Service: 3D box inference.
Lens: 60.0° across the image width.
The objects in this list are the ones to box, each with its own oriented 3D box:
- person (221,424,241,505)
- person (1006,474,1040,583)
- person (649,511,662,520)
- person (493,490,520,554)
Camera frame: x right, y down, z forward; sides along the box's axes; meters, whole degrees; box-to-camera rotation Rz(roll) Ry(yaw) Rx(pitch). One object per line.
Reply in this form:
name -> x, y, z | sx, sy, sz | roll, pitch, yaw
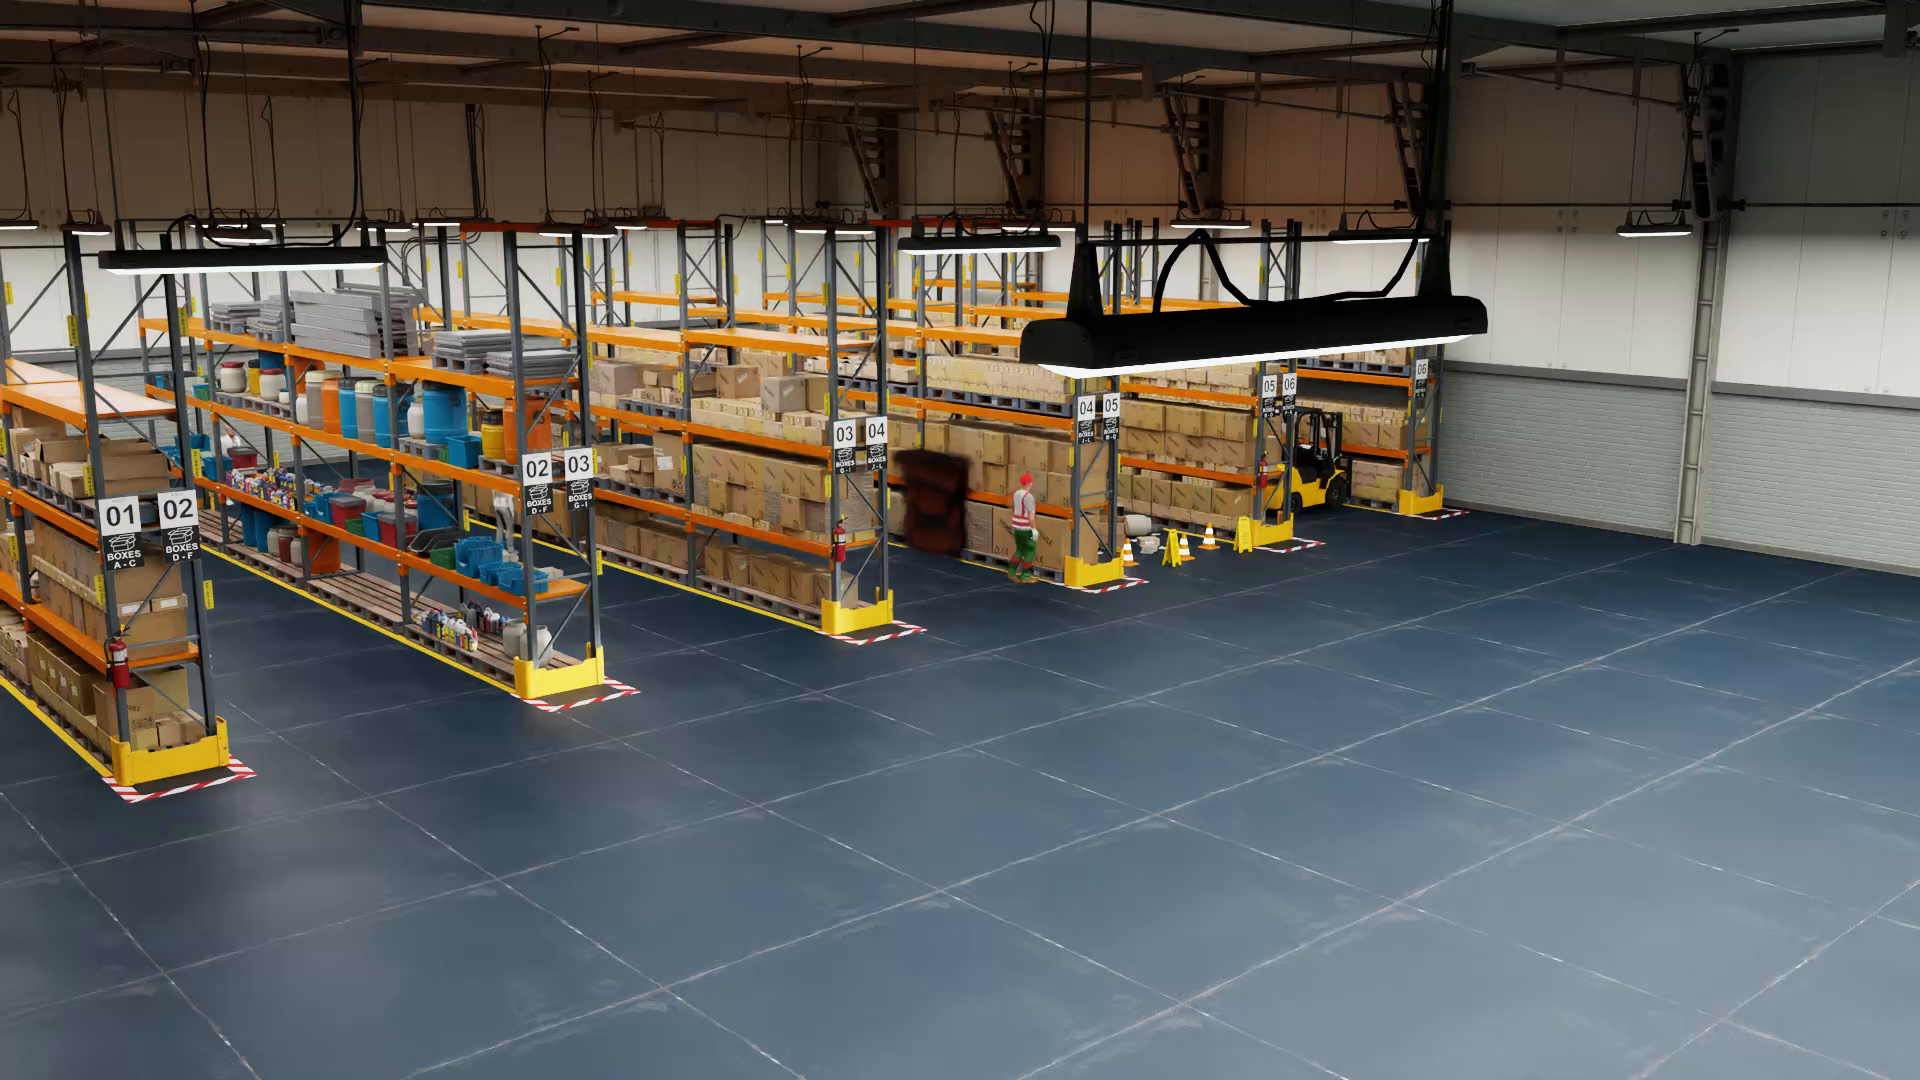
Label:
person -> -15.343, -1.570, 35.108 | 1.025, 1.741, 0.576 | 9, 14, 38
person -> 1.042, -0.162, 26.847 | 0.400, 1.830, 0.648 | -7, 13, -30
person -> -5.944, -0.961, 32.355 | 0.627, 1.611, 0.995 | -10, 15, -40
person -> -8.293, -0.566, 30.354 | 0.547, 1.680, 0.373 | 9, 15, 39
